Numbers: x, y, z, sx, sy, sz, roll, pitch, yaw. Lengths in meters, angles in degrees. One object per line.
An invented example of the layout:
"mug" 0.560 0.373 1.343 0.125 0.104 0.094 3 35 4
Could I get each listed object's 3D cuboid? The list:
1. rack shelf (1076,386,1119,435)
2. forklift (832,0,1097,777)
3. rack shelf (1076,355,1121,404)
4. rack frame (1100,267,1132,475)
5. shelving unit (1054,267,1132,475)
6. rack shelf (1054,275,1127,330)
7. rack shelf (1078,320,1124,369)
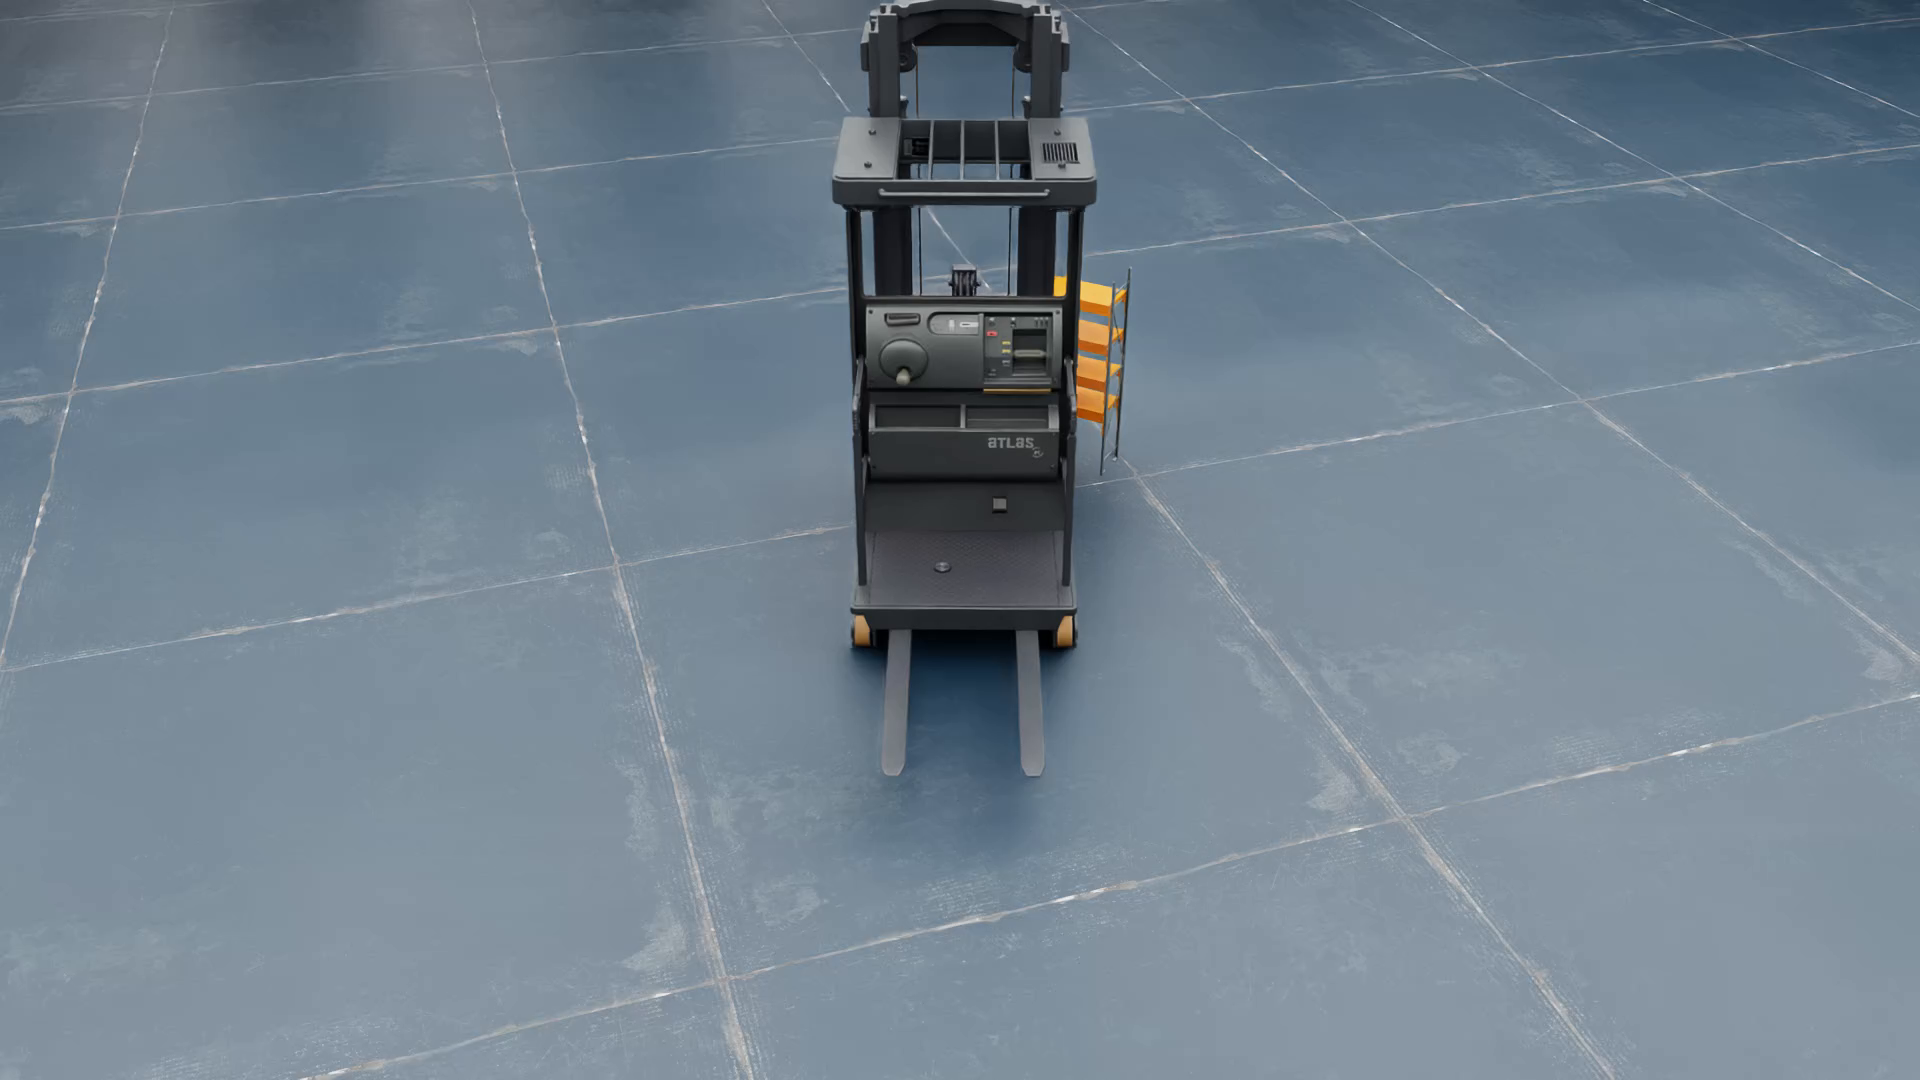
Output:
"rack shelf" 0.659 -0.777 9.633 0.480 0.148 0.258 16 35 23
"forklift" 0.020 -0.860 7.712 1.130 2.935 3.031 0 33 0
"rack shelf" 0.661 -0.946 9.527 0.480 0.148 0.258 16 35 23
"rack frame" 0.878 -0.941 9.398 0.015 1.200 0.240 16 35 23
"shelving unit" 0.662 -1.003 9.492 0.503 1.200 0.258 16 35 23
"rack shelf" 0.668 -1.336 9.284 0.480 0.148 0.258 16 35 23
"rack shelf" 0.664 -1.136 9.409 0.480 0.148 0.258 16 35 23
